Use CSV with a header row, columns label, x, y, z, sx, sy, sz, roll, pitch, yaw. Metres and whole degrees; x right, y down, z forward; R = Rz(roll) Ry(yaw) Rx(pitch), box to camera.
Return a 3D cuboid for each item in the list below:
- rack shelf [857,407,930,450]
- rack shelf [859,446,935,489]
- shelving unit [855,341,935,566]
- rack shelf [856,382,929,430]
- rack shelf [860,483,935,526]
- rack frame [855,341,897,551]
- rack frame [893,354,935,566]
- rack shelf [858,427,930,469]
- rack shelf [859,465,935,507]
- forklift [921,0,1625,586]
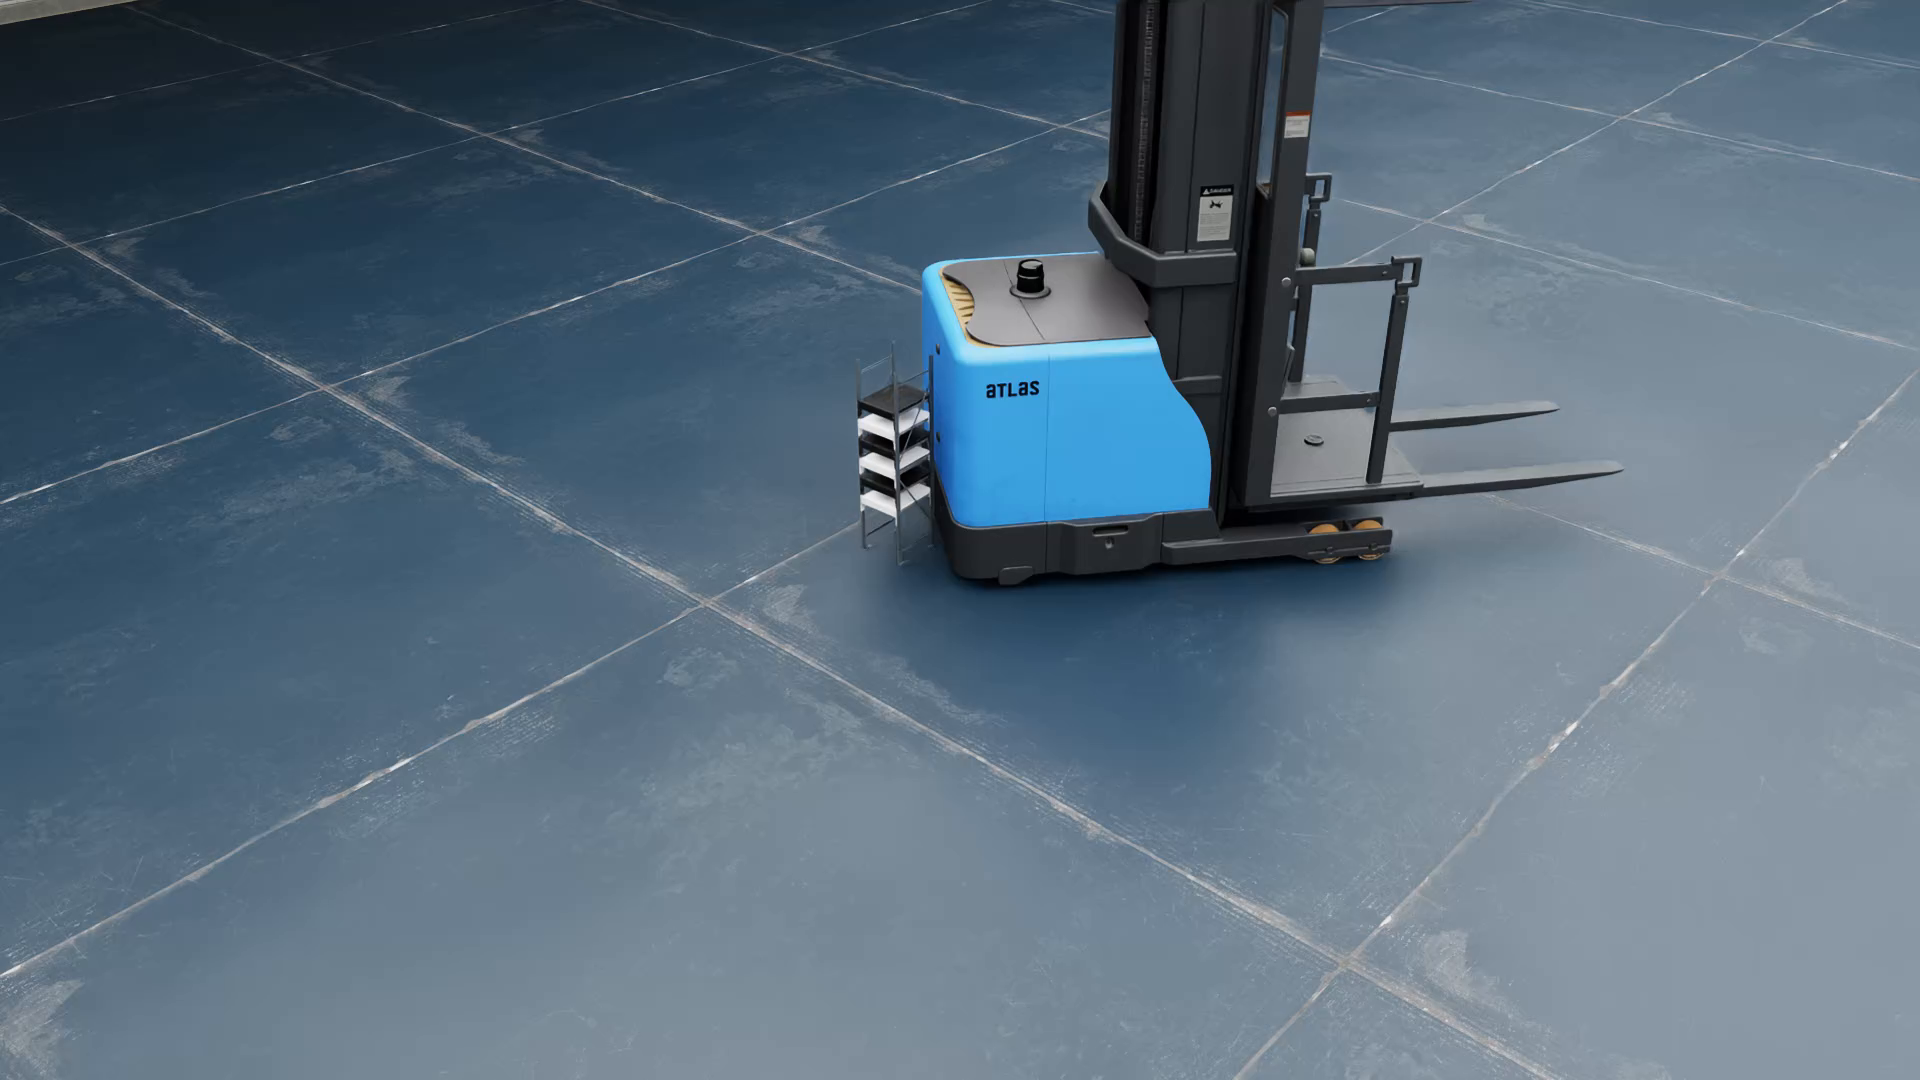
label,x,y,z,sx,sy,sz,roll,pitch,yaw
rack shelf,-0.266,-0.480,6.891,0.200,0.077,0.258,23,38,33
rack shelf,-0.266,-0.326,6.984,0.200,0.077,0.258,23,38,33
shelving unit,-0.266,-0.355,6.967,0.210,0.900,0.258,23,38,33
rack shelf,-0.266,-0.558,6.845,0.200,0.077,0.258,23,38,33
rack shelf,-0.266,-0.172,7.077,0.200,0.077,0.258,23,38,33
rack frame,-0.345,-0.388,7.022,0.006,0.900,0.240,23,38,33
rack frame,-0.187,-0.322,6.912,0.006,0.900,0.240,23,38,33
rack shelf,-0.266,-0.403,6.938,0.200,0.077,0.258,23,38,33
rack shelf,-0.266,-0.249,7.030,0.200,0.077,0.258,23,38,33
forklift,1.388,-1.419,6.765,3.031,2.935,1.130,-5,31,-8
